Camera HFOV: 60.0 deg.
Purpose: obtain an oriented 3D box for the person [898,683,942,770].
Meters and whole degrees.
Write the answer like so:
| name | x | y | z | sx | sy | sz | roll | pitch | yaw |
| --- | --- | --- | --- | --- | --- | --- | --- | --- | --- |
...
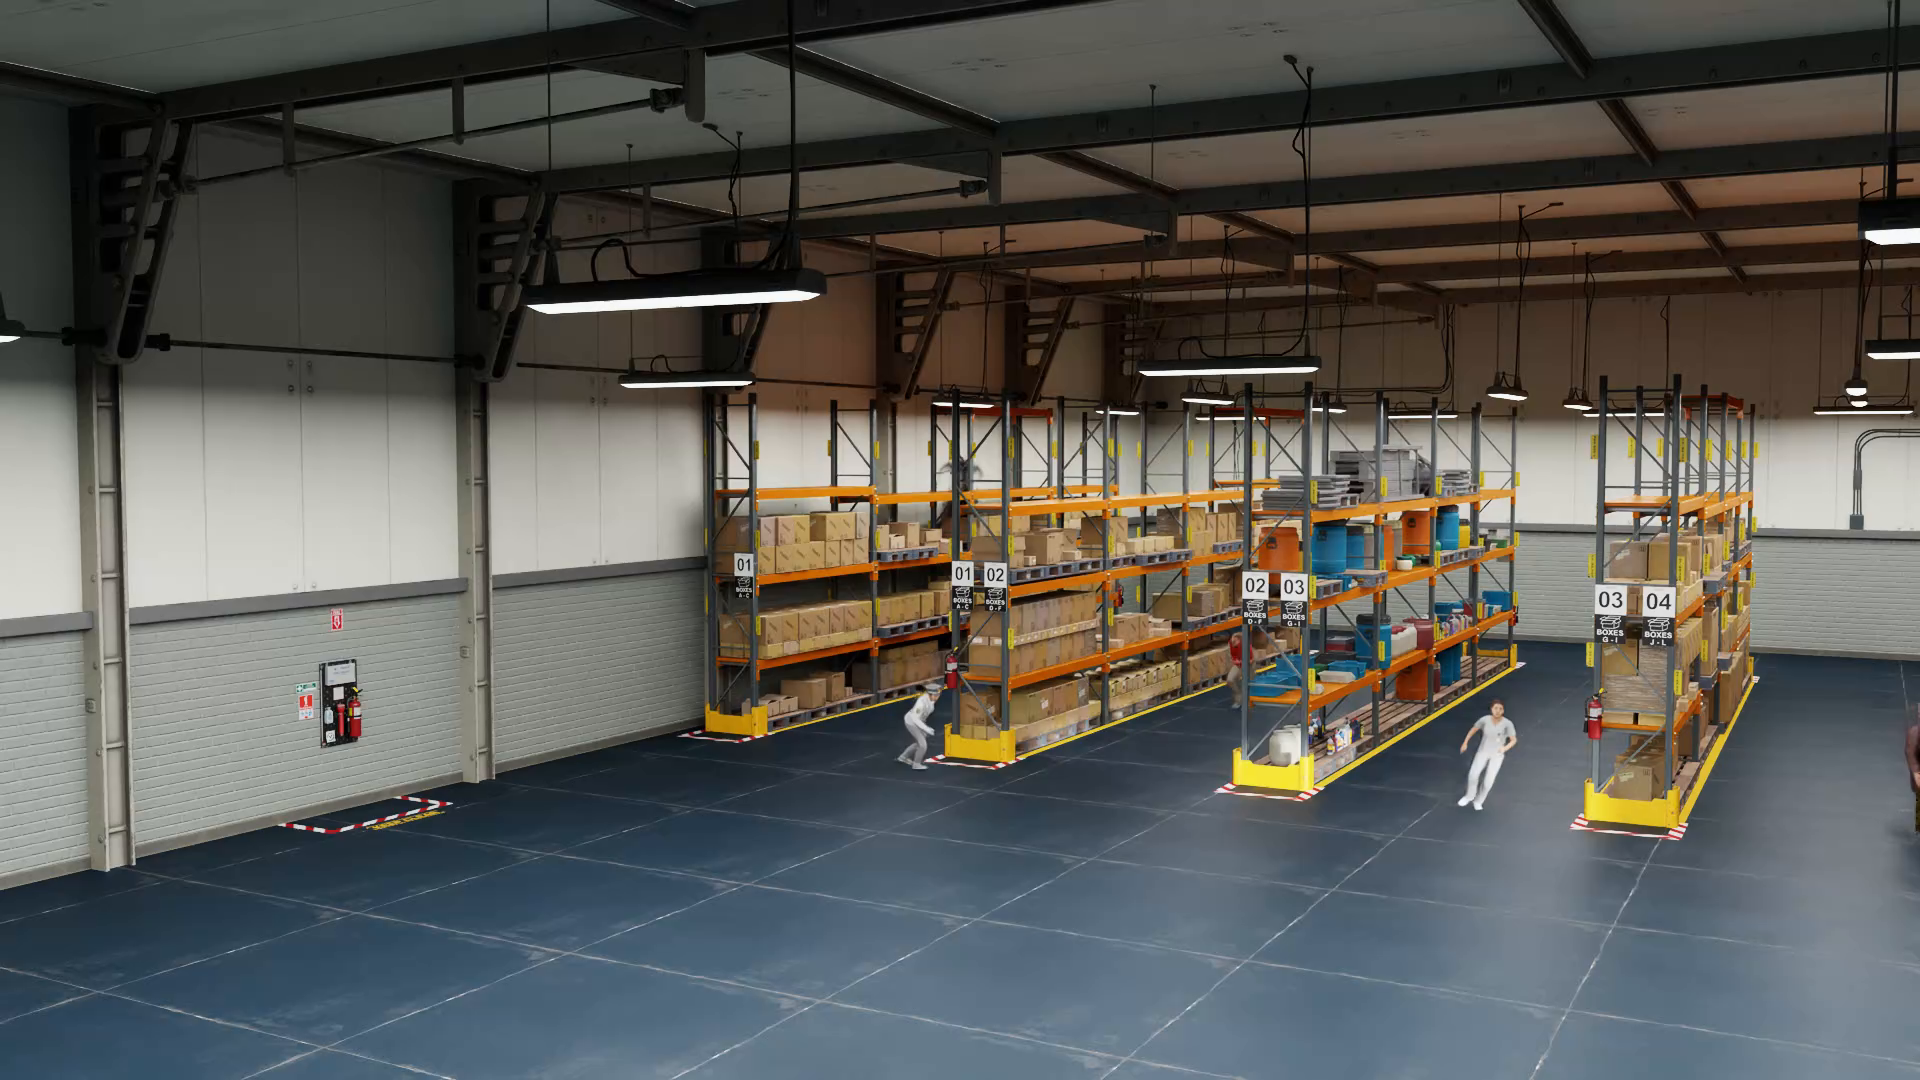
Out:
| name | x | y | z | sx | sy | sz | roll | pitch | yaw |
| --- | --- | --- | --- | --- | --- | --- | --- | --- | --- |
| person | -0.646 | 2.906 | 25.913 | 0.934 | 1.399 | 0.605 | 2 | 4 | 31 |

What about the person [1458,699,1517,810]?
| name | x | y | z | sx | sy | sz | roll | pitch | yaw |
| --- | --- | --- | --- | --- | --- | --- | --- | --- | --- |
| person | 7.301 | 2.980 | 23.010 | 0.766 | 1.567 | 0.576 | 1 | 3 | 17 |

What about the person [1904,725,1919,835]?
| name | x | y | z | sx | sy | sz | roll | pitch | yaw |
| --- | --- | --- | --- | --- | --- | --- | --- | --- | --- |
| person | 12.400 | 2.979 | 21.321 | 0.703 | 1.748 | 0.617 | 0 | 3 | -5 |

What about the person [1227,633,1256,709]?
| name | x | y | z | sx | sy | sz | roll | pitch | yaw |
| --- | --- | --- | --- | --- | --- | --- | --- | --- | --- |
| person | 5.531 | 2.536 | 32.297 | 0.654 | 1.527 | 1.168 | 3 | 4 | 39 |
